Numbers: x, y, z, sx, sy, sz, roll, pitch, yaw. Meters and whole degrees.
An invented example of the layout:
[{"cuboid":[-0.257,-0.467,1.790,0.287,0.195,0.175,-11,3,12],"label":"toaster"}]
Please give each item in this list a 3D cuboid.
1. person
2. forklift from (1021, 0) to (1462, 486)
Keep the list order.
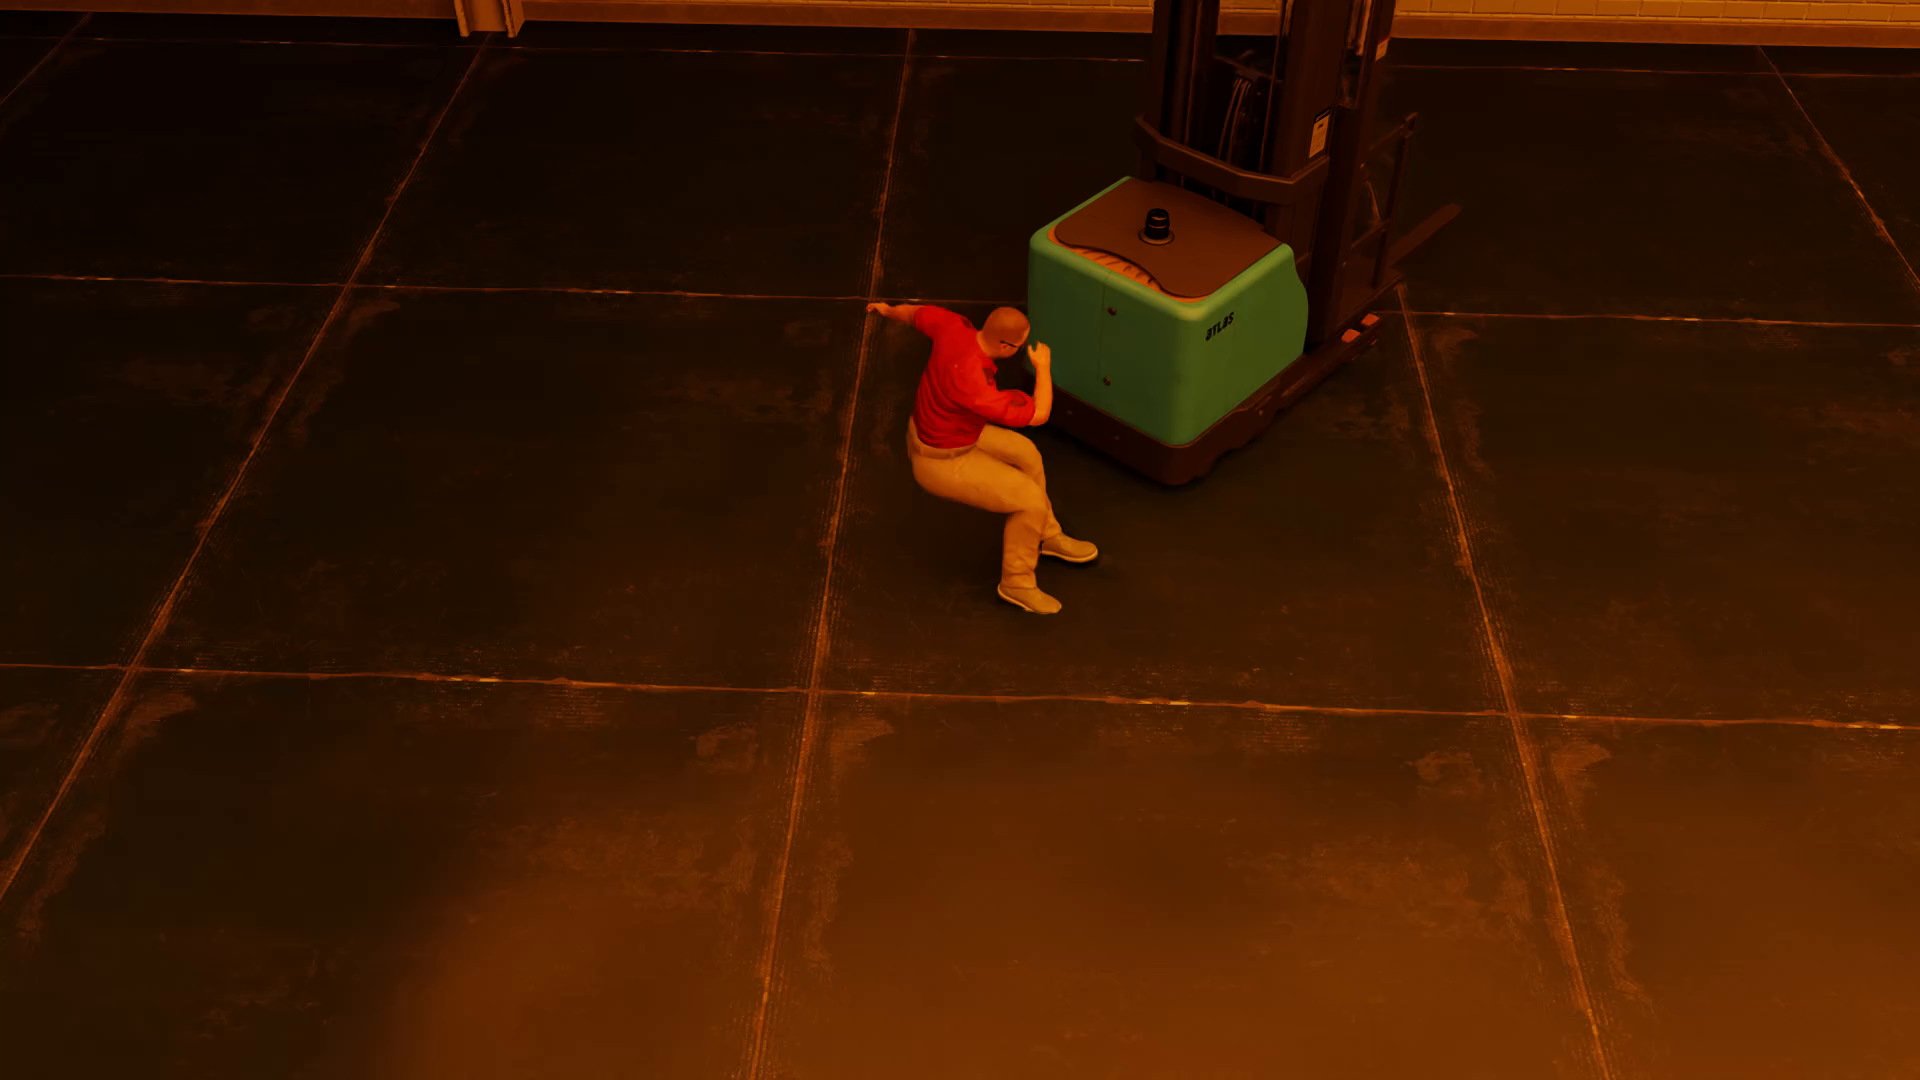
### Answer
[{"cuboid":[0.127,-0.537,7.508,0.938,1.447,1.215,-7,43,-8],"label":"person"},{"cuboid":[1.674,-2.259,8.216,1.130,2.935,3.031,31,51,30],"label":"forklift"}]
